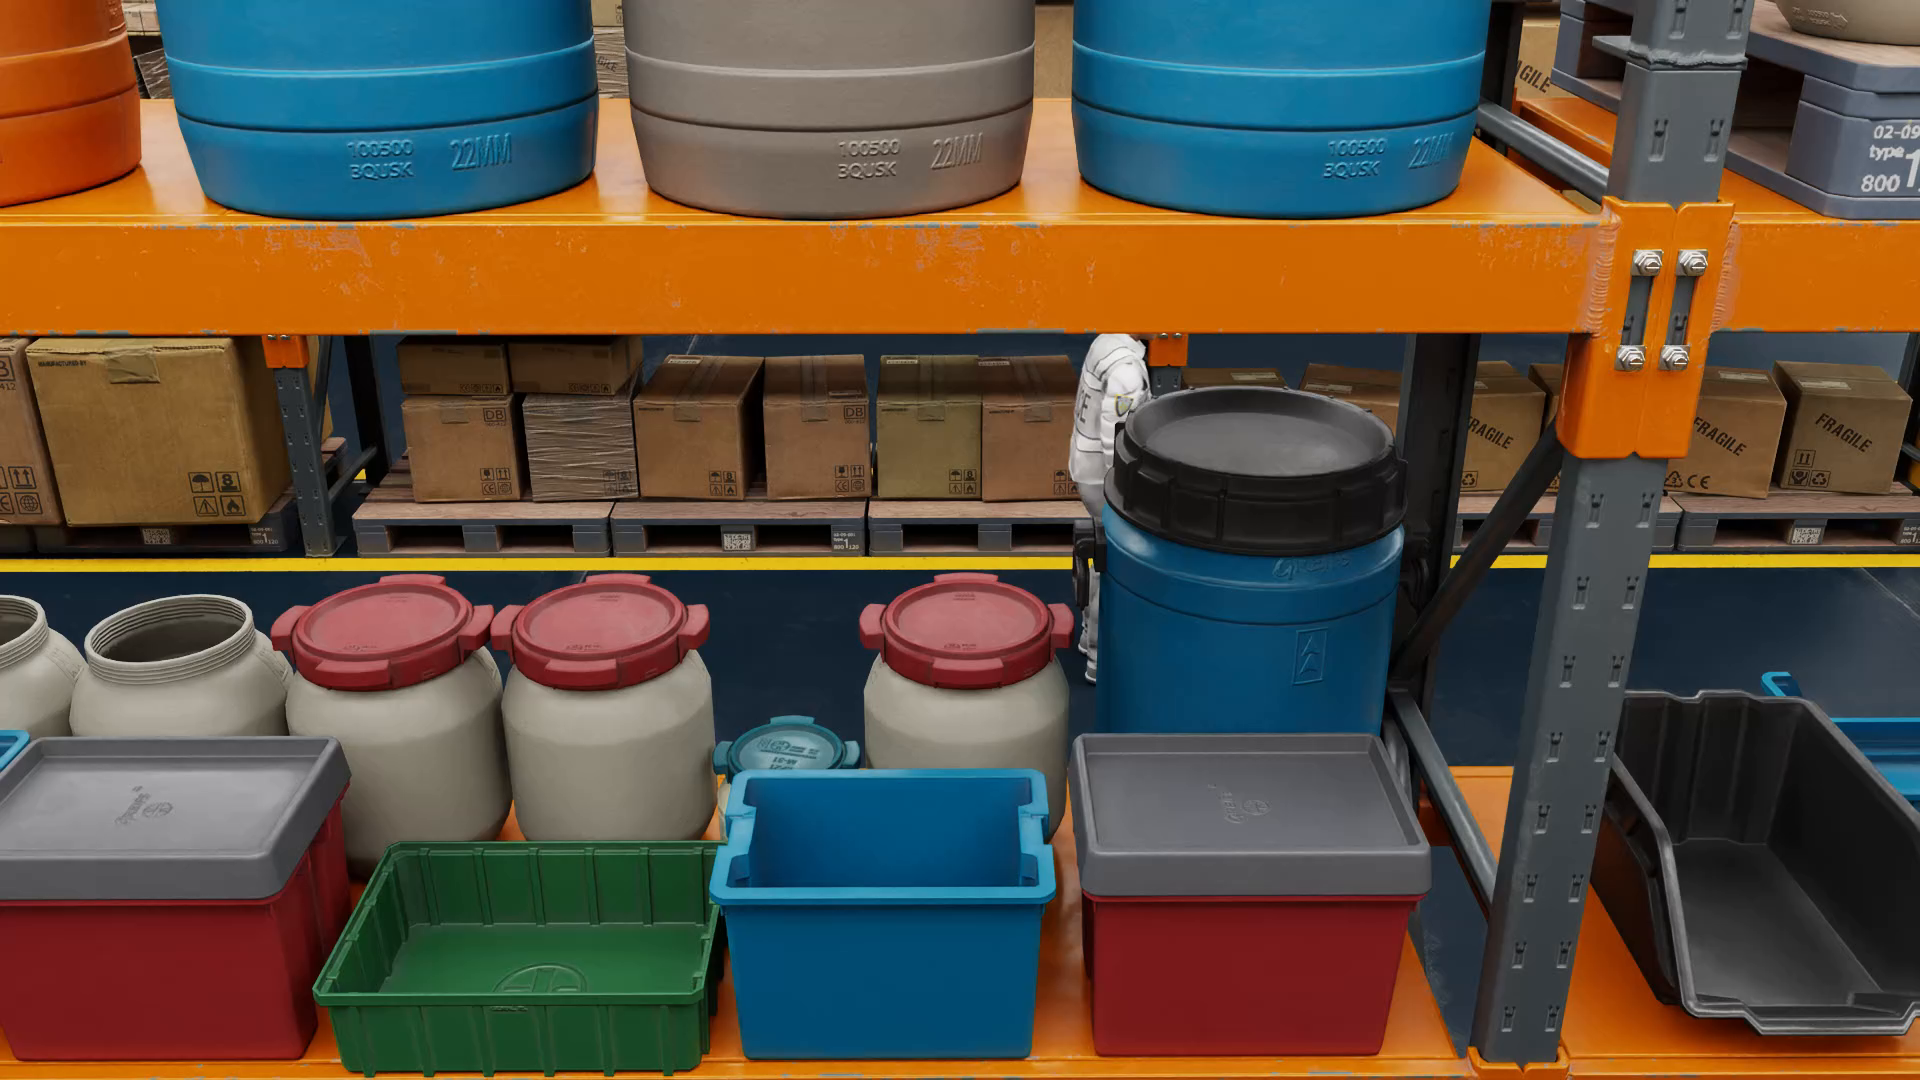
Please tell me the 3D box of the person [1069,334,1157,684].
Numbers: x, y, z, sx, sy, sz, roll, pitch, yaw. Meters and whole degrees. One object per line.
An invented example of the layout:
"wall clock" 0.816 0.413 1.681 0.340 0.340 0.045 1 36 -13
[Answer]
"person" 0.622 -0.242 6.634 0.371 1.664 0.530 0 24 0
